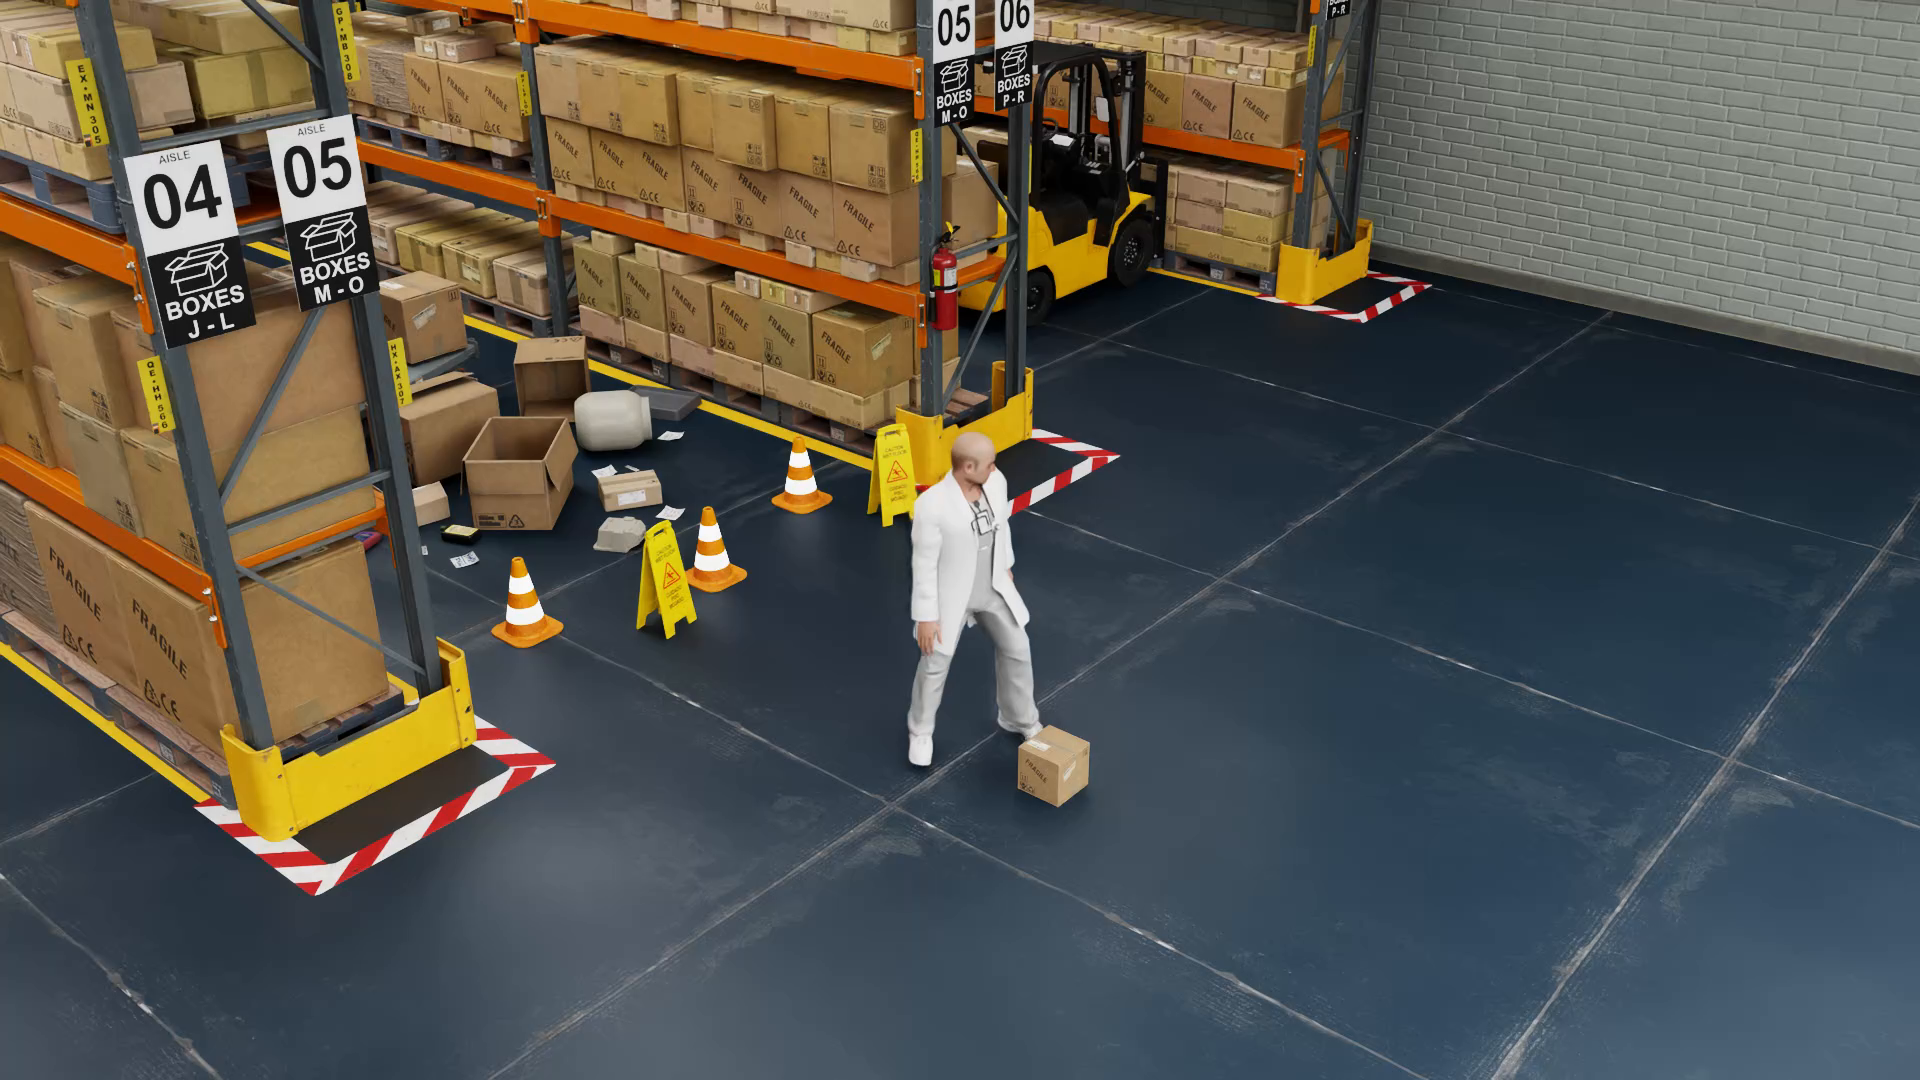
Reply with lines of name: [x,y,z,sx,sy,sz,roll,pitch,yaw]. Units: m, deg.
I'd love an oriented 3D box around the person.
person: [0.069,0.271,8.093,0.773,1.798,0.531,-16,31,-28]
